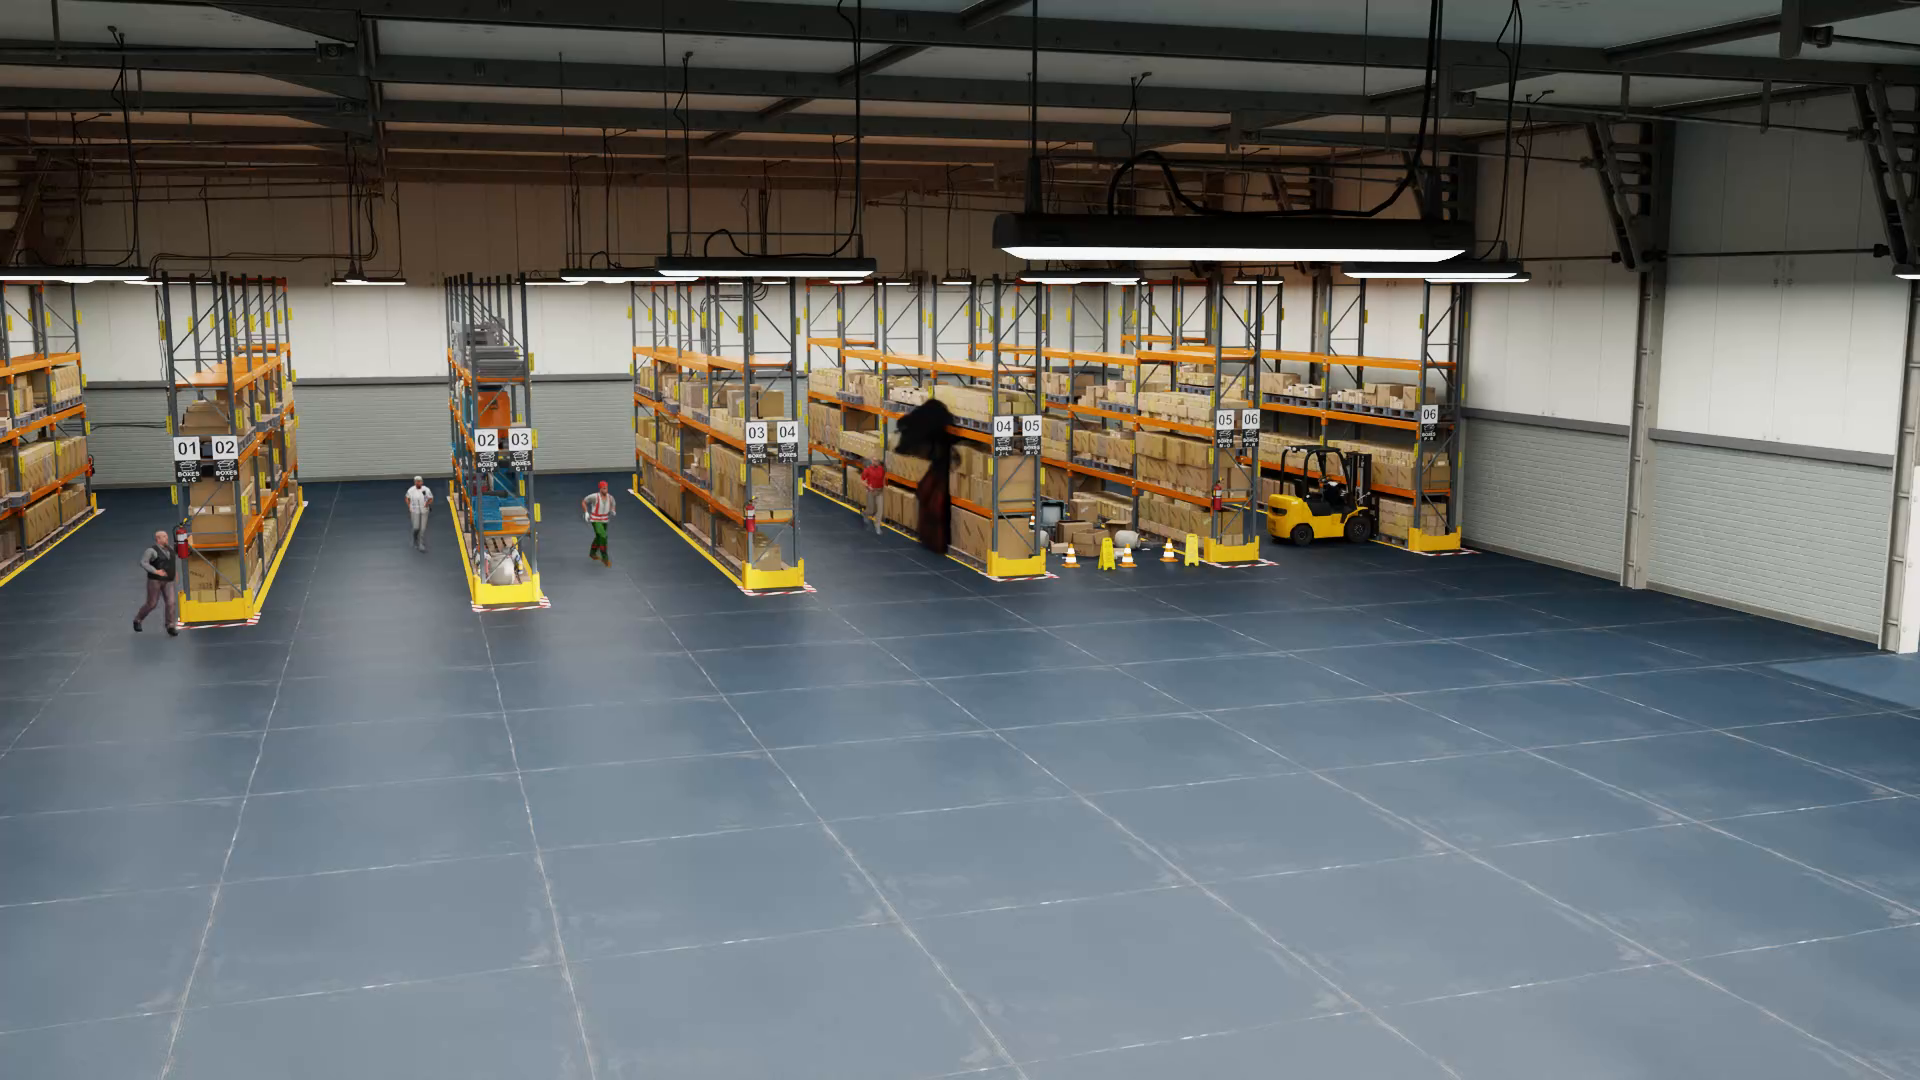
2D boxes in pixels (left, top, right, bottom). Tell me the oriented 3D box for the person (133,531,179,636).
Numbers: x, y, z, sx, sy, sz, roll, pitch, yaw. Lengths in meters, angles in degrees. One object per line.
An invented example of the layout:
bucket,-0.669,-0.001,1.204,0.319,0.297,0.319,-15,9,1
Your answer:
person,-13.291,0.704,27.731,0.948,1.704,0.725,5,10,29

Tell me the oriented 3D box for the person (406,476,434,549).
person,-11.878,-0.595,36.583,0.575,1.634,0.583,-3,9,-19

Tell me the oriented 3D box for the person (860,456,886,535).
person,-1.905,-1.018,37.436,0.672,1.747,0.667,-4,10,-26

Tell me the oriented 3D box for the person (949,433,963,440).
person,-0.147,-3.012,52.280,0.598,1.743,0.664,-5,10,-32

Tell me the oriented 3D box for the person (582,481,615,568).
person,-7.514,-0.356,34.610,0.667,1.788,0.911,-8,12,-43
